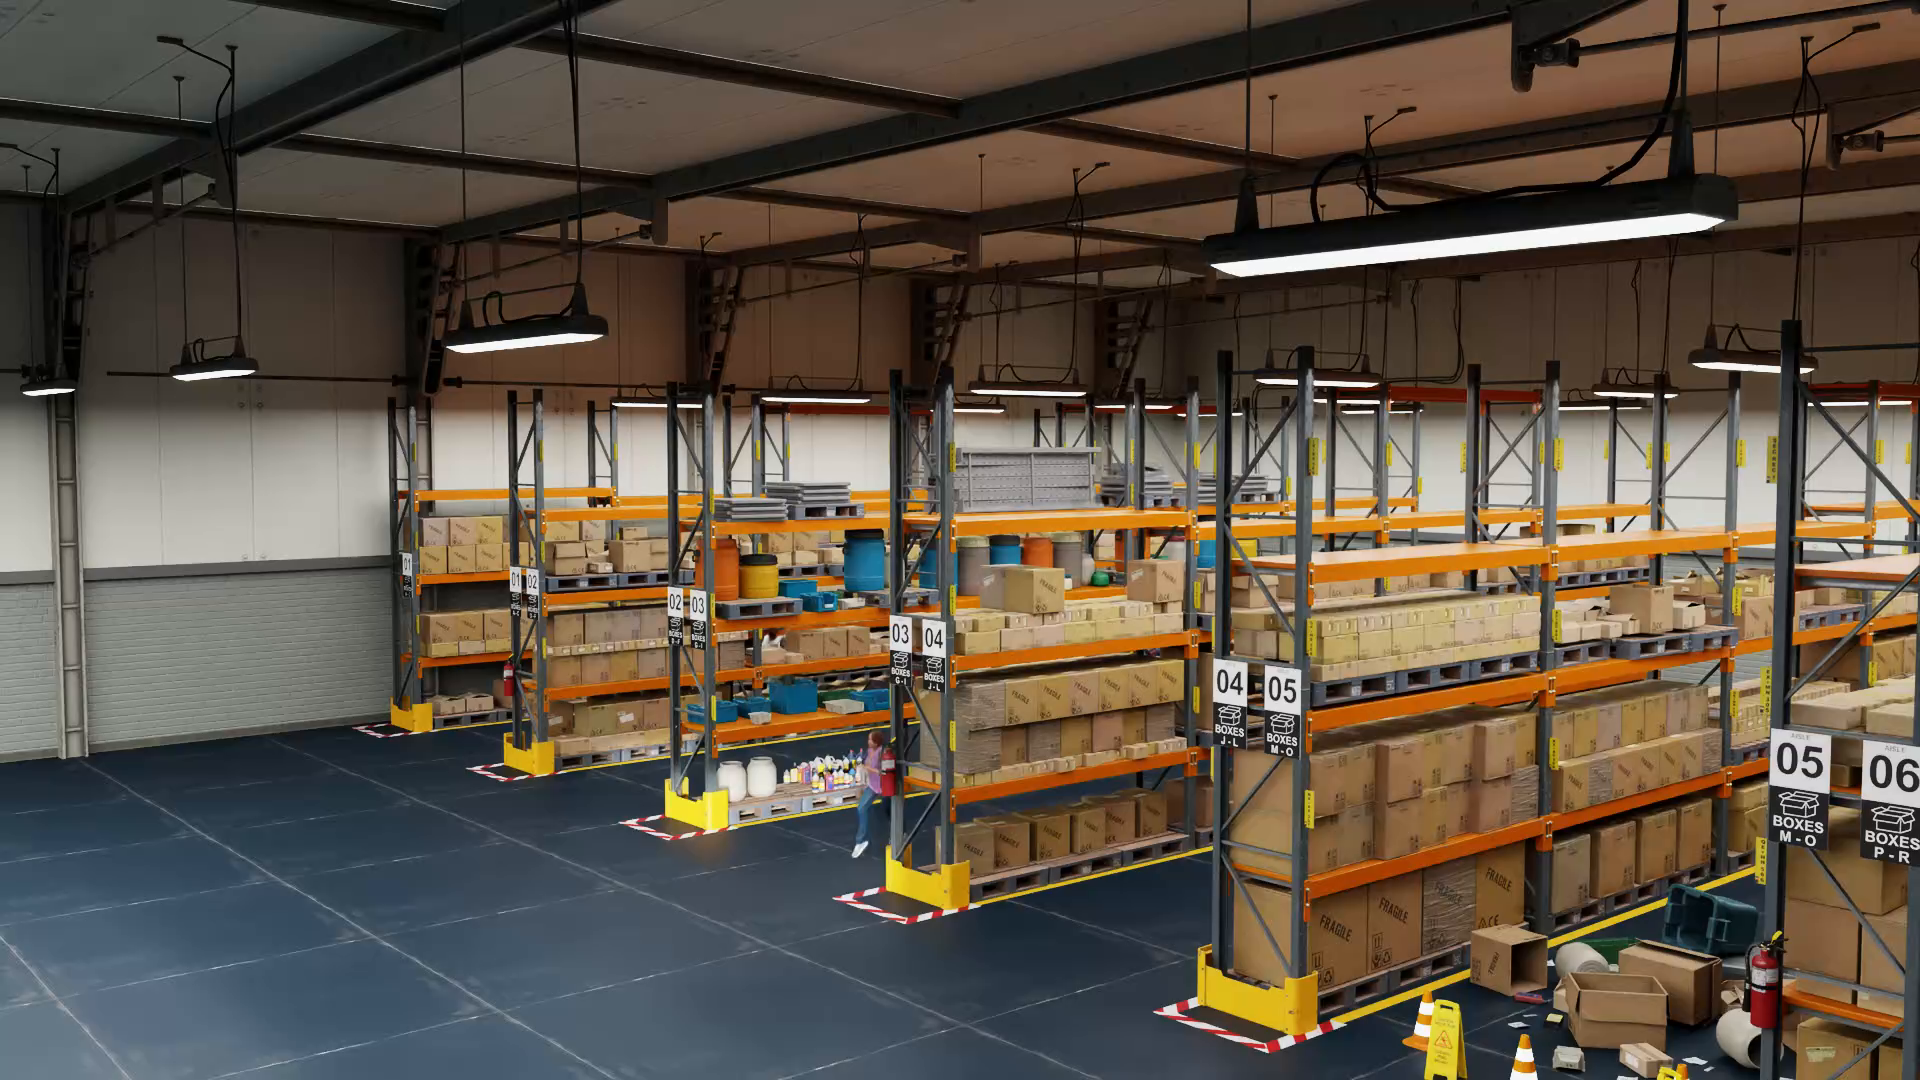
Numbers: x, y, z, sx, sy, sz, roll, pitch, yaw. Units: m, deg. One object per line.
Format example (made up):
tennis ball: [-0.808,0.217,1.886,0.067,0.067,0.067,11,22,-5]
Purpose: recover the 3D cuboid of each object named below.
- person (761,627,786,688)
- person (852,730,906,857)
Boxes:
person: [-3.514,2.440,31.430,0.651,1.833,0.853,3,4,41]
person: [-0.947,3.160,20.913,0.538,1.616,0.820,3,5,45]
